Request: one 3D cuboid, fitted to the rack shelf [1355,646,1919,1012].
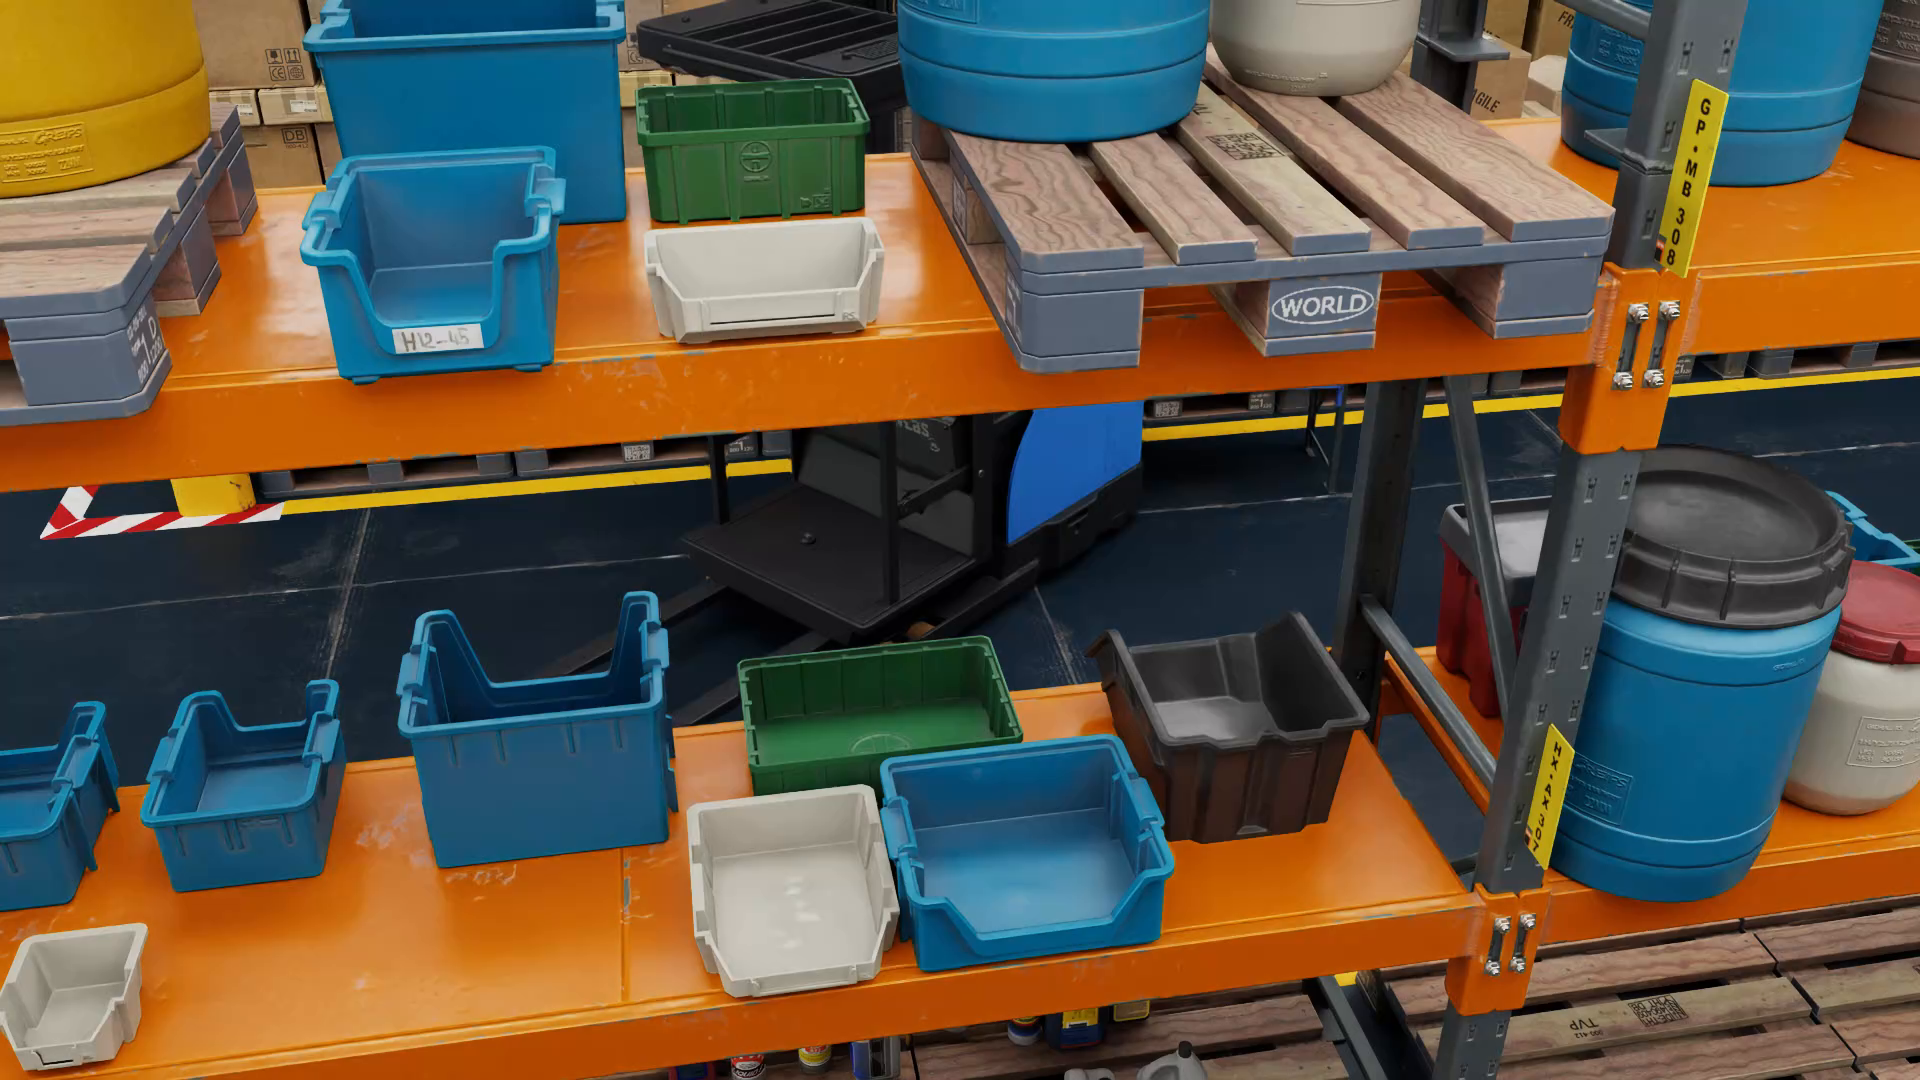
[{"bbox_3d":[3.144,0.526,4.606,4.000,0.370,1.077,-5,31,-9],"label":"rack shelf"}]

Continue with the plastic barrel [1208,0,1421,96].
[{"bbox_3d":[0.718,-1.183,3.318,0.421,0.512,0.421,0,30,0],"label":"plastic barrel"}]

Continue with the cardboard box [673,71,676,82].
[{"bbox_3d":[-1.278,-2.347,8.043,0.250,0.149,0.380,-6,31,-10],"label":"cardboard box"}]

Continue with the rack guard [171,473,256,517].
[{"bbox_3d":[-3.670,-0.627,8.323,0.348,0.500,1.175,-5,31,-9],"label":"rack guard"}]

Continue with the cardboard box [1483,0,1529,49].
[{"bbox_3d":[4.074,-4.163,13.576,0.750,0.750,0.750,-6,31,-10],"label":"cardboard box"}]

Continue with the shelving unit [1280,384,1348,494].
[{"bbox_3d":[1.294,-0.983,7.942,1.048,1.500,0.538,-2,30,-3],"label":"shelving unit"}]

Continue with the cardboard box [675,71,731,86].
[{"bbox_3d":[-1.190,-2.148,7.705,0.250,0.149,0.380,-4,31,-7],"label":"cardboard box"}]

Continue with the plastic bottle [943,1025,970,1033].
[{"bbox_3d":[-0.016,1.301,4.836,0.097,0.271,0.097,0,30,0],"label":"plastic bottle"}]

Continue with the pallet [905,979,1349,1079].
[{"bbox_3d":[0.509,1.641,4.751,1.213,0.211,1.003,-5,31,-9],"label":"pallet"}]

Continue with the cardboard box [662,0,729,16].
[{"bbox_3d":[-1.137,-2.538,7.729,0.500,0.500,0.700,-5,31,-9],"label":"cardboard box"}]

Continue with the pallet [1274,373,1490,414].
[{"bbox_3d":[2.208,-1.070,9.361,1.213,0.211,1.003,-5,31,-9],"label":"pallet"}]

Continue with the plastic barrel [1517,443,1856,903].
[{"bbox_3d":[1.611,0.298,3.790,0.708,0.901,0.600,-5,31,-9],"label":"plastic barrel"}]

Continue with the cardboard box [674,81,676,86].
[{"bbox_3d":[-1.159,-1.976,8.053,0.500,0.500,0.700,-5,31,-8],"label":"cardboard box"}]

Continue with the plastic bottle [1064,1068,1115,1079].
[{"bbox_3d":[0.355,1.531,4.440,0.135,0.276,0.152,-5,31,-9],"label":"plastic bottle"}]

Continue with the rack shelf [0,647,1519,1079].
[{"bbox_3d":[-0.791,0.891,3.985,4.000,0.370,1.077,-5,31,-9],"label":"rack shelf"}]

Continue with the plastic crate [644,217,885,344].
[{"bbox_3d":[-0.329,-0.433,2.828,0.396,0.136,0.243,-5,31,-9],"label":"plastic crate"}]

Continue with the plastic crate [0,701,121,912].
[{"bbox_3d":[-2.319,0.633,3.862,0.616,0.251,0.499,-5,31,-9],"label":"plastic crate"}]

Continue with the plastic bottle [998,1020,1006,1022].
[{"bbox_3d":[0.122,1.234,4.871,0.185,0.351,0.144,-7,31,-11],"label":"plastic bottle"}]

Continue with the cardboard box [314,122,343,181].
[{"bbox_3d":[-2.669,-1.836,7.815,0.500,0.500,0.700,-5,31,-8],"label":"cardboard box"}]

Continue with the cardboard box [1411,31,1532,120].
[{"bbox_3d":[2.575,-2.319,8.636,0.500,0.500,0.500,-7,31,-12],"label":"cardboard box"}]

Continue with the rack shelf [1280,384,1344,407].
[{"bbox_3d":[1.294,-0.828,8.033,1.000,0.185,0.538,-2,30,-3],"label":"rack shelf"}]

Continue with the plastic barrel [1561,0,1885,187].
[{"bbox_3d":[1.638,-1.266,3.489,0.708,0.901,0.600,-5,31,-9],"label":"plastic barrel"}]

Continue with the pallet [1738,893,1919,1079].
[{"bbox_3d":[3.145,1.396,5.168,1.213,0.211,1.003,-5,31,-9],"label":"pallet"}]

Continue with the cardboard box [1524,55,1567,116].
[{"bbox_3d":[3.308,-2.414,8.983,0.500,0.311,0.500,-6,31,-10],"label":"cardboard box"}]

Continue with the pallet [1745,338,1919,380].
[{"bbox_3d":[4.964,-1.284,9.726,1.213,0.211,1.003,-5,31,-9],"label":"pallet"}]

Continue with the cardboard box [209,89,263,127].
[{"bbox_3d":[-3.222,-1.958,7.382,0.250,0.149,0.380,-6,31,-9],"label":"cardboard box"}]

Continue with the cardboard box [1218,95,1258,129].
[{"bbox_3d":[1.565,-2.225,8.476,0.500,0.500,0.500,-3,31,-5],"label":"cardboard box"}]

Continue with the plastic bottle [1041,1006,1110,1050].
[{"bbox_3d":[0.334,1.289,4.778,0.185,0.351,0.144,-5,31,-9],"label":"plastic bottle"}]

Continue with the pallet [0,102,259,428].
[{"bbox_3d":[-1.926,-0.475,2.826,1.213,0.211,1.003,-5,31,-9],"label":"pallet"}]

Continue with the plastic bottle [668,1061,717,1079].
[{"bbox_3d":[-0.758,1.402,4.652,0.133,0.283,0.061,-5,31,-9],"label":"plastic bottle"}]

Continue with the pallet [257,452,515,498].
[{"bbox_3d":[-2.902,-0.595,8.554,1.213,0.211,1.003,-5,31,-9],"label":"pallet"}]

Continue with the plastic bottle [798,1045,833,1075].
[{"bbox_3d":[-0.414,1.411,4.718,0.097,0.201,0.097,0,30,0],"label":"plastic bottle"}]

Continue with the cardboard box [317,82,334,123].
[{"bbox_3d":[-2.717,-2.005,7.463,0.250,0.149,0.380,-5,31,-9],"label":"cardboard box"}]

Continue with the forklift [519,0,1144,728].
[{"bbox_3d":[-0.477,-0.971,6.509,1.130,2.935,3.031,23,38,34],"label":"forklift"}]

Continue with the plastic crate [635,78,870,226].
[{"bbox_3d":[-0.424,-0.795,3.393,0.450,0.188,0.336,-5,31,-9],"label":"plastic crate"}]

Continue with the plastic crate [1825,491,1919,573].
[{"bbox_3d":[2.206,0.149,4.553,0.575,0.384,0.392,-5,31,-9],"label":"plastic crate"}]

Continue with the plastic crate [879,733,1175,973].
[{"bbox_3d":[0.137,0.699,3.749,0.616,0.251,0.499,-5,31,-9],"label":"plastic crate"}]

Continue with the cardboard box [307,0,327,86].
[{"bbox_3d":[-2.616,-2.401,7.495,0.500,0.500,0.700,-6,31,-10],"label":"cardboard box"}]

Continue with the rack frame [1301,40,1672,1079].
[{"bbox_3d":[1.177,0.398,4.114,0.127,3.000,1.000,-5,31,-9],"label":"rack frame"}]

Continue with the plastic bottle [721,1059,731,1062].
[{"bbox_3d":[-0.641,1.339,4.766,0.135,0.276,0.152,-6,31,-10],"label":"plastic bottle"}]

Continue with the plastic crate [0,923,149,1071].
[{"bbox_3d":[-1.820,0.956,3.426,0.250,0.136,0.298,-5,31,-9],"label":"plastic crate"}]

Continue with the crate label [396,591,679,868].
[{"bbox_3d":[-0.996,0.445,3.999,0.616,0.435,0.502,-5,31,-9],"label":"crate label"}]

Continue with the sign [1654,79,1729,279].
[{"bbox_3d":[1.265,-0.623,2.883,0.005,0.325,0.100,-5,31,-9],"label":"sign"}]

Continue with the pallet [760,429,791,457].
[{"bbox_3d":[-0.502,-0.818,8.933,1.213,0.211,1.003,-5,31,-9],"label":"pallet"}]
